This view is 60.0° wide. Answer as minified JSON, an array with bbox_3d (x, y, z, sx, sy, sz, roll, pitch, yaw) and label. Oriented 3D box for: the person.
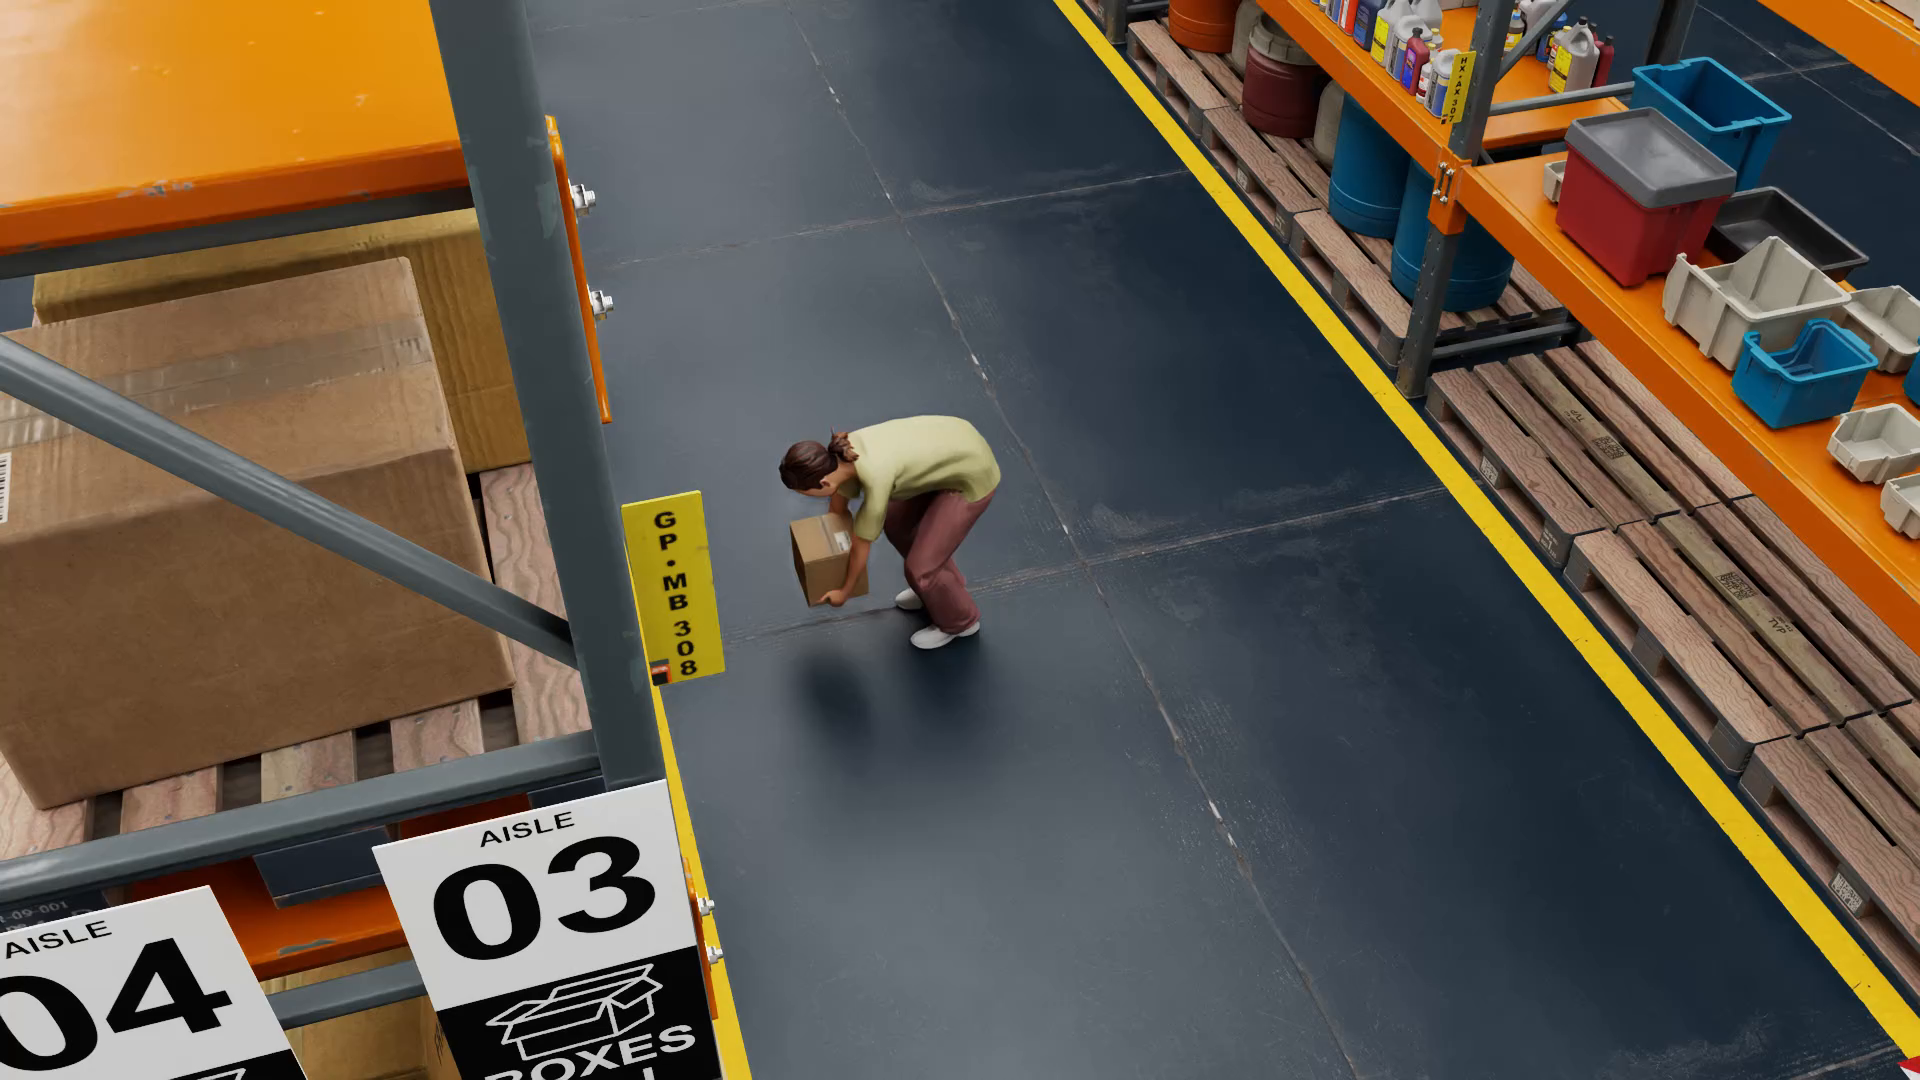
[{"bbox_3d":[-0.269,-0.036,6.626,0.861,1.102,0.455,-14,44,-15],"label":"person"}]
